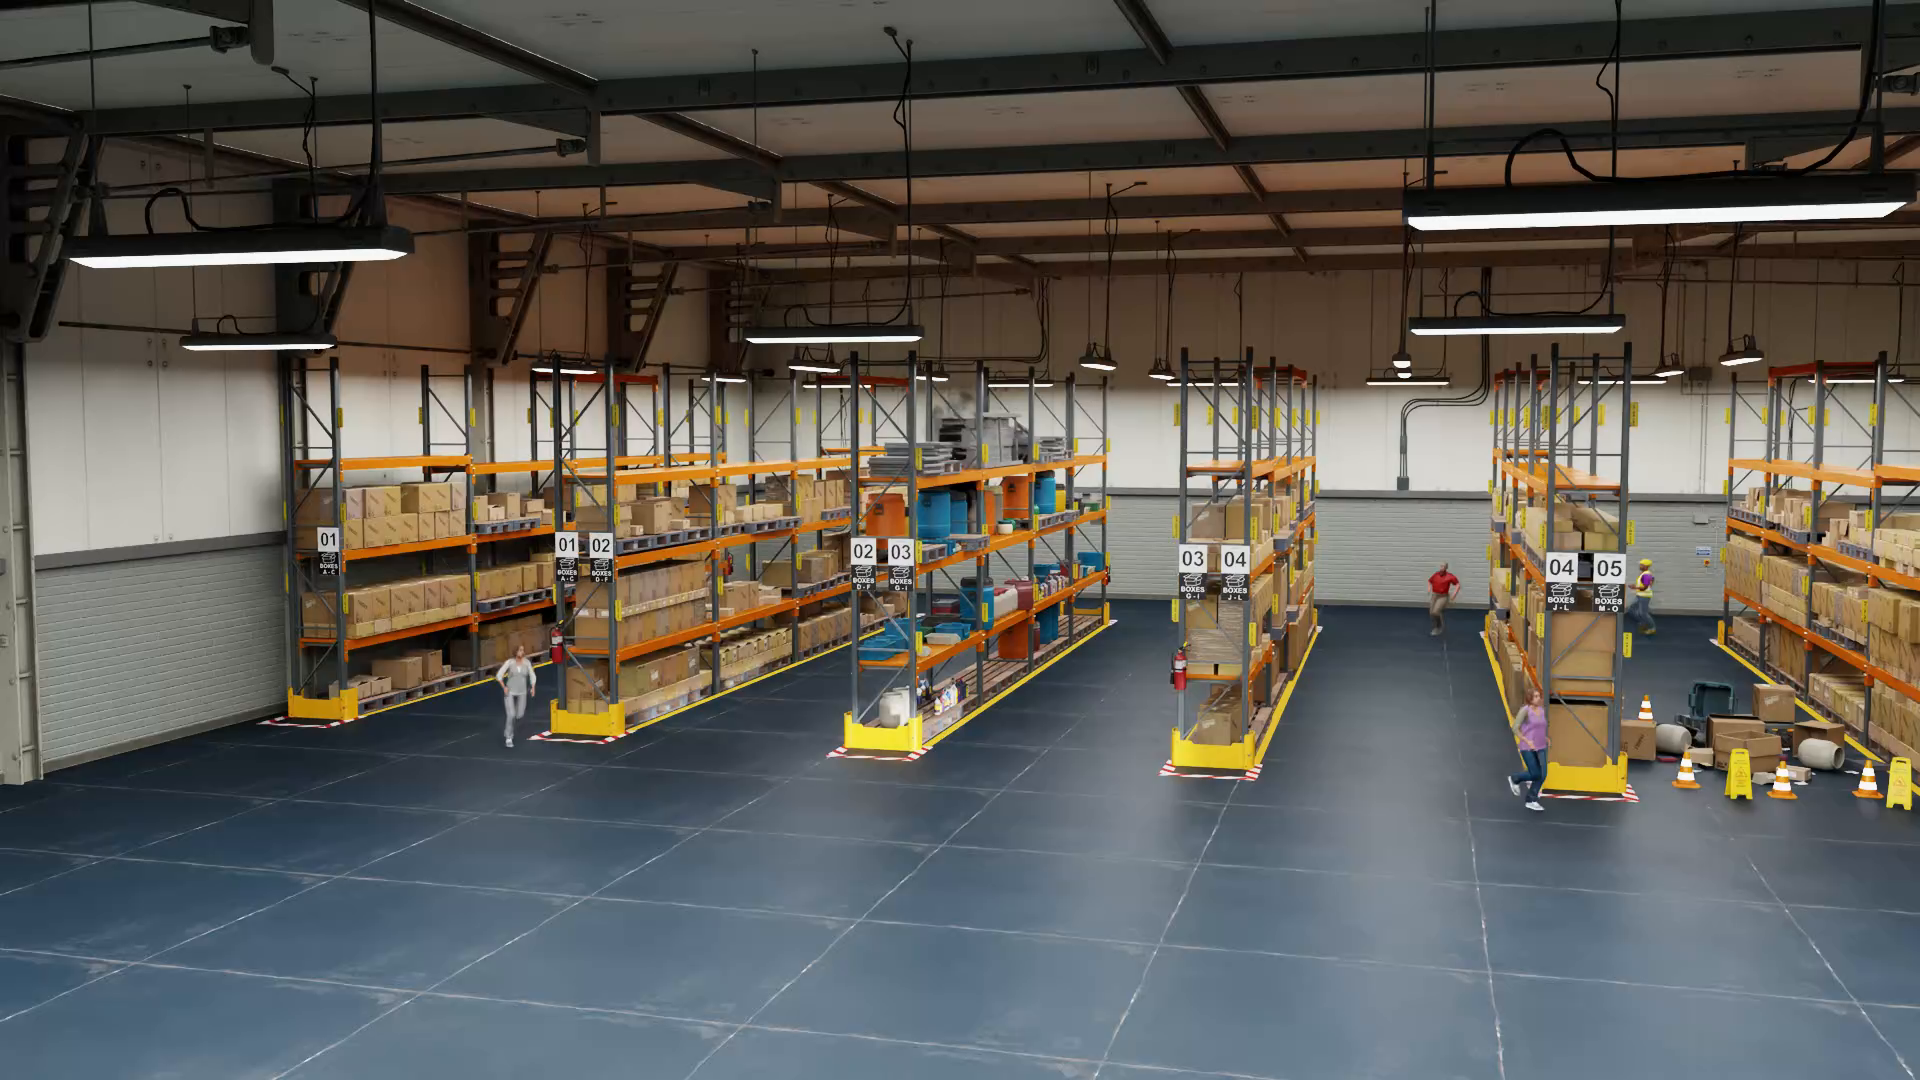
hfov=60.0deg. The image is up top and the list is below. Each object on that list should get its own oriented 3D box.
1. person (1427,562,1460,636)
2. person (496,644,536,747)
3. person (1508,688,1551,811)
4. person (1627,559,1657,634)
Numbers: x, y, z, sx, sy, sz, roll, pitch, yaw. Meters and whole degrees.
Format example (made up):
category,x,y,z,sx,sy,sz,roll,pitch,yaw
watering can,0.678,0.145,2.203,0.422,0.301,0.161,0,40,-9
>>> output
category,x,y,z,sx,sy,sz,roll,pitch,yaw
person,11.031,1.368,38.157,0.613,1.730,0.733,-4,6,-43
person,-6.797,2.369,25.493,0.608,1.556,0.488,-2,5,-27
person,7.318,2.673,21.361,0.522,1.543,0.547,-2,5,-26
person,15.740,1.306,38.383,0.679,1.748,0.675,1,4,10
